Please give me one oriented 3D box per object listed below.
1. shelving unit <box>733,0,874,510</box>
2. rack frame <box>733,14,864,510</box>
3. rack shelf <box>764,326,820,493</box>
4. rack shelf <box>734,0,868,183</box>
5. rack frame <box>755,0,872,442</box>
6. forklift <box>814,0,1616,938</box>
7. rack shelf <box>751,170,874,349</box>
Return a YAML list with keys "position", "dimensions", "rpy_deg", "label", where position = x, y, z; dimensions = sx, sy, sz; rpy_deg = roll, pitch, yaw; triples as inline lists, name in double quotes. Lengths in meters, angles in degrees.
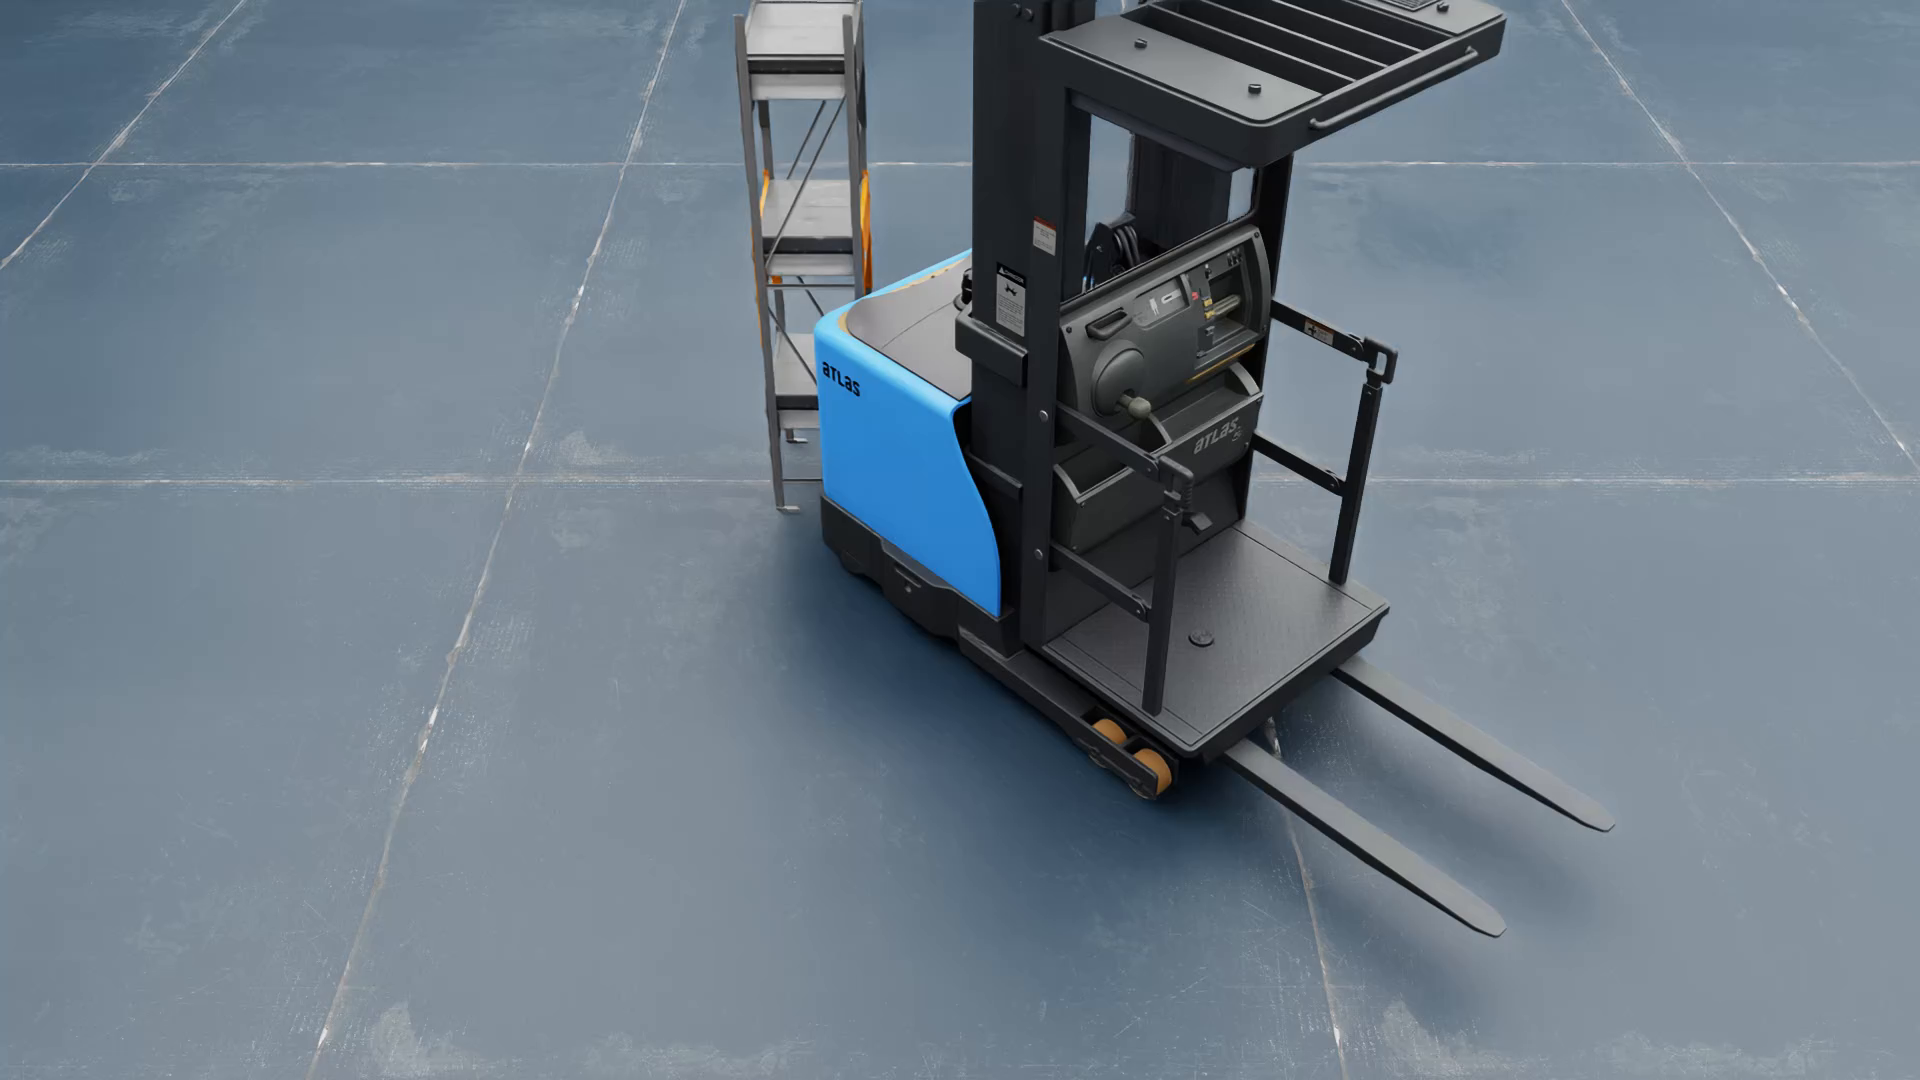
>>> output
- position: [-0.562, -1.101, 6.444]
  dimensions: [0.431, 2.100, 0.503]
  rpy_deg: [0, 39, 0]
  label: "shelving unit"
- position: [-0.562, -0.948, 6.254]
  dimensions: [0.400, 2.100, 0.015]
  rpy_deg: [0, 39, 0]
  label: "rack frame"
- position: [-0.562, -0.544, 6.890]
  dimensions: [0.431, 0.518, 0.480]
  rpy_deg: [0, 39, 0]
  label: "rack shelf"
- position: [-0.562, -1.636, 6.015]
  dimensions: [0.431, 0.518, 0.480]
  rpy_deg: [0, 39, 0]
  label: "rack shelf"
- position: [-0.561, -1.253, 6.635]
  dimensions: [0.400, 2.100, 0.015]
  rpy_deg: [0, 39, 0]
  label: "rack frame"
- position: [0.815, -0.631, 5.194]
  dimensions: [1.130, 2.935, 3.031]
  rpy_deg: [-30, 47, -32]
  label: "forklift"
- position: [-0.562, -1.090, 6.453]
  dimensions: [0.431, 0.518, 0.480]
  rpy_deg: [0, 39, 0]
  label: "rack shelf"
